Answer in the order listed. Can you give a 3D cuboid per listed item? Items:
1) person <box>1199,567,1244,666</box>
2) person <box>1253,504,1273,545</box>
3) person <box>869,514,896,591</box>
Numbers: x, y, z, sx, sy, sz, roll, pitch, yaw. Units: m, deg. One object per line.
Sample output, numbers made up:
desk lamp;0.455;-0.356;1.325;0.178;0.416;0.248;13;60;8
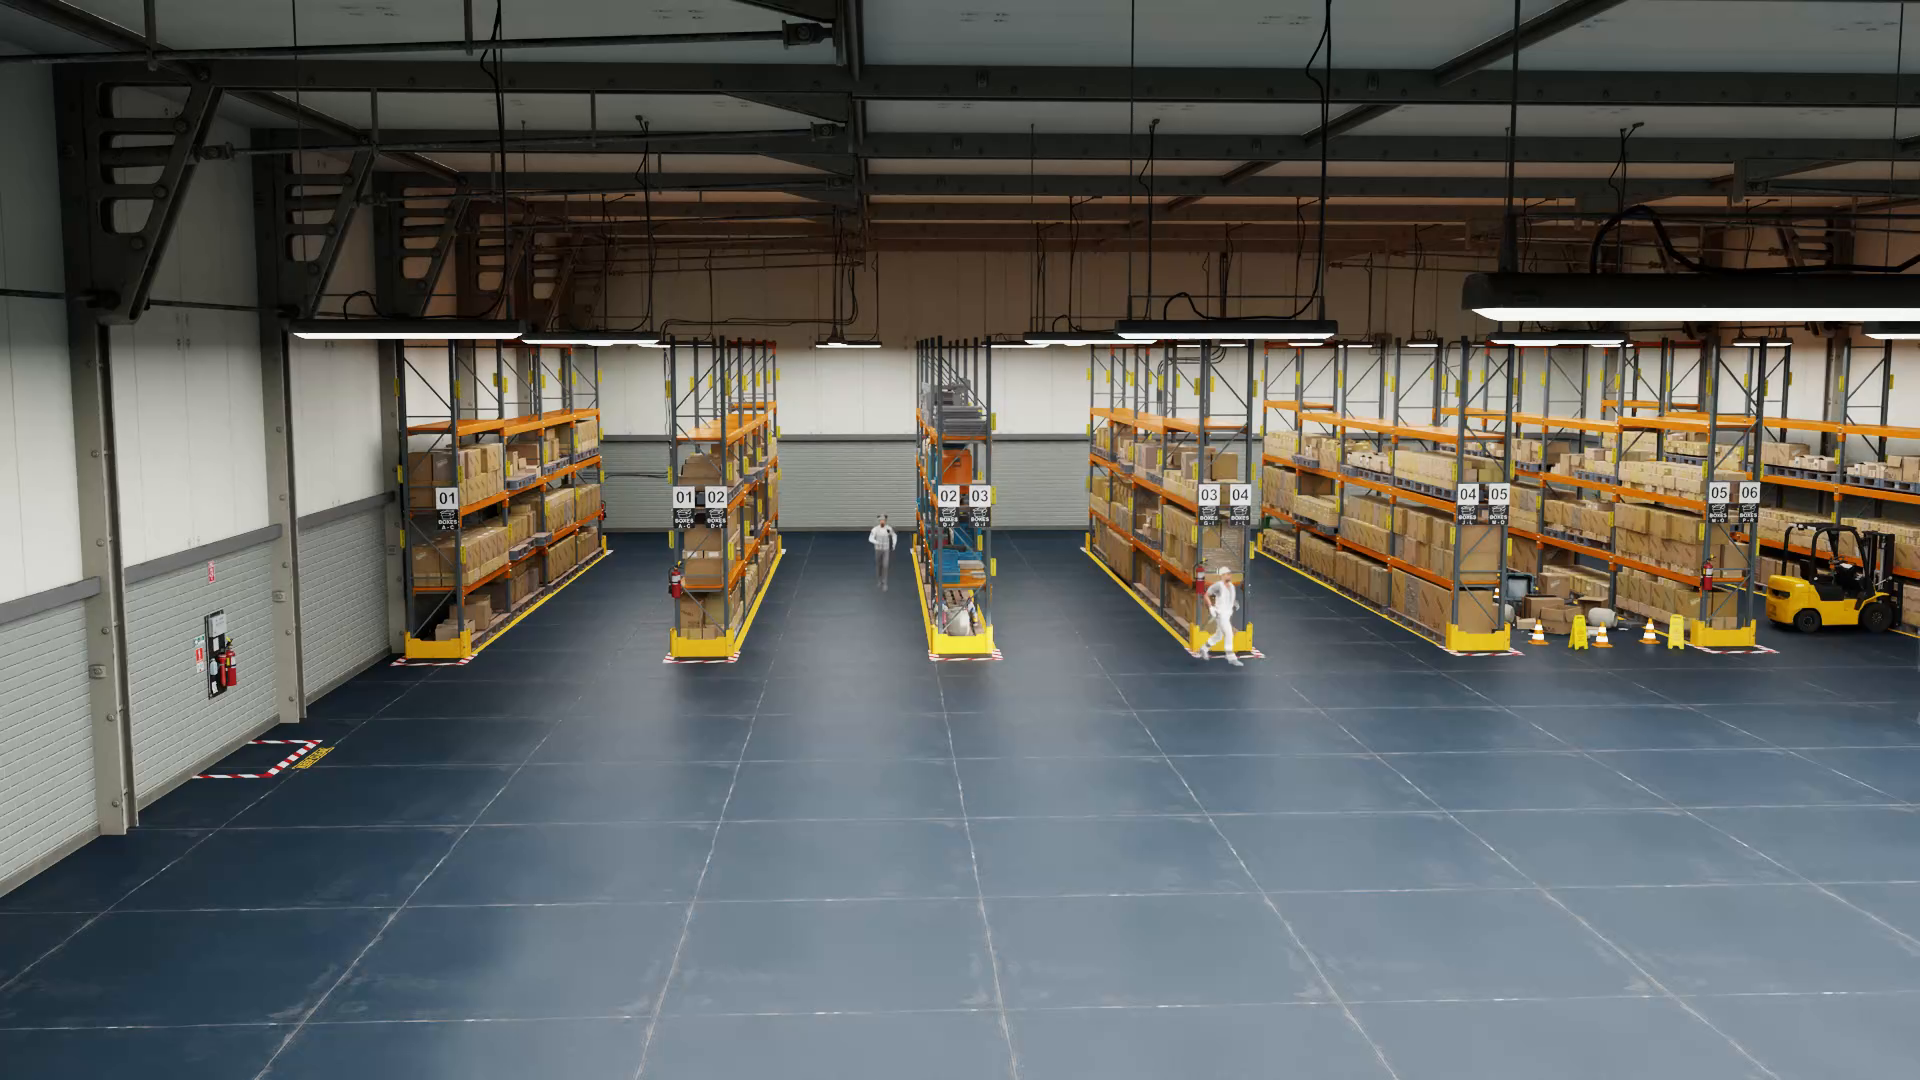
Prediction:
person;4.815;1.361;30.332;0.983;1.761;0.657;6;9;42
person;9.021;-0.723;49.050;1.011;1.731;0.675;0;6;-1
person;-1.770;0.264;38.101;0.632;1.729;0.779;-1;7;-5
